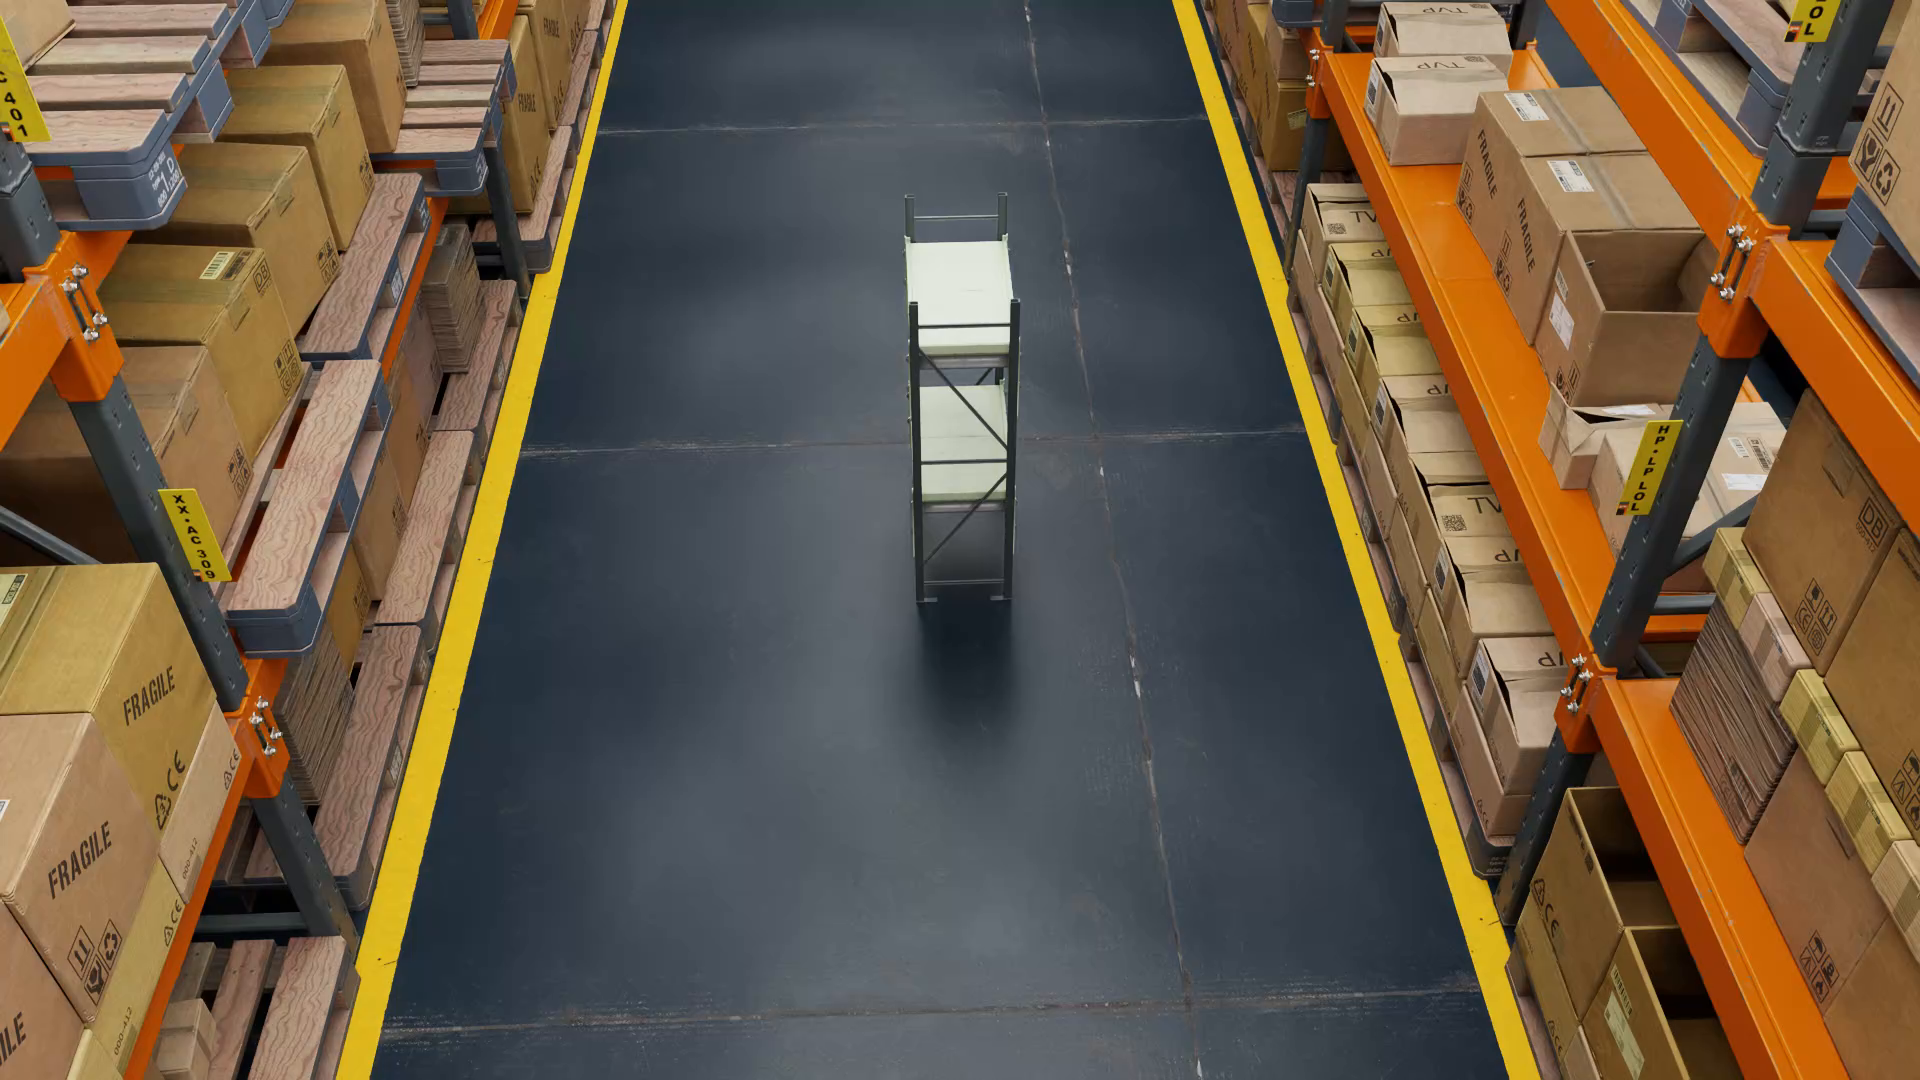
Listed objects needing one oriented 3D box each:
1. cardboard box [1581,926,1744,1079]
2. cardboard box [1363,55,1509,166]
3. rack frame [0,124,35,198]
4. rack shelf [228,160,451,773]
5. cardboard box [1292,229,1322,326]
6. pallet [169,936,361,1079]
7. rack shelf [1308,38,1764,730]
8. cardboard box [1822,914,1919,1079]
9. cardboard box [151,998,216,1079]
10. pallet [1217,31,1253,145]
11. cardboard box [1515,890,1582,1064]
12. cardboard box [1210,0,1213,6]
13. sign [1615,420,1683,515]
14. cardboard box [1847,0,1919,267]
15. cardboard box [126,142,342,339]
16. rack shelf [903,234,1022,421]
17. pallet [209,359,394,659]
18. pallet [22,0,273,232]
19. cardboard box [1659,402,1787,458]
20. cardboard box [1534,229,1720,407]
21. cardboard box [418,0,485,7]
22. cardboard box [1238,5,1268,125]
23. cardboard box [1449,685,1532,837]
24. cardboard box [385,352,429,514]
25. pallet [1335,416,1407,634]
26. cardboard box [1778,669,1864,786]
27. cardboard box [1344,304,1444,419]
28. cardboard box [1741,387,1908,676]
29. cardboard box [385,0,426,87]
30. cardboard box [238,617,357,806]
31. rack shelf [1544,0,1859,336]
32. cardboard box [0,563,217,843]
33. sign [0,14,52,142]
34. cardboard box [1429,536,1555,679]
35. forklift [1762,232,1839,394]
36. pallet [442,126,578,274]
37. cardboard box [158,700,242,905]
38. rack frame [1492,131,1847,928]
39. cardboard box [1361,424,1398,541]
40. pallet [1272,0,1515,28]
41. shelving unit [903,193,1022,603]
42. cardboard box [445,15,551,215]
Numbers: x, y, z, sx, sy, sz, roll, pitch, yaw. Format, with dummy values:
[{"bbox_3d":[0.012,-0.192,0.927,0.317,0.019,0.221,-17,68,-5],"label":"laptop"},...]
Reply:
[{"bbox_3d":[2.119,1.427,4.642,0.500,0.500,0.500,-2,43,-2],"label":"cardboard box"},{"bbox_3d":[2.057,-1.873,7.139,0.500,0.311,0.500,-2,43,-2],"label":"cardboard box"},{"bbox_3d":[-2.566,-1.881,2.643,1.000,3.000,0.127,-2,43,-2],"label":"rack frame"},{"bbox_3d":[-2.651,-0.755,6.386,1.077,0.370,4.000,-2,43,-2],"label":"rack shelf"},{"bbox_3d":[1.942,-1.294,8.166,0.500,0.250,0.500,-2,43,-2],"label":"cardboard box"},{"bbox_3d":[-2.503,1.811,5.118,1.003,0.211,1.213,-2,43,-2],"label":"pallet"},{"bbox_3d":[2.298,-0.899,6.544,1.077,0.370,4.000,-2,43,-2],"label":"rack shelf"},{"bbox_3d":[2.454,1.143,3.709,0.700,0.500,0.500,-1,43,-1],"label":"cardboard box"},{"bbox_3d":[-2.514,1.573,5.085,0.380,0.166,0.250,-7,43,-7],"label":"cardboard box"},{"bbox_3d":[2.170,-2.814,10.163,1.003,0.211,1.213,-2,43,-2],"label":"pallet"},{"bbox_3d":[2.099,1.366,5.264,0.500,0.250,0.500,-2,43,-2],"label":"cardboard box"},{"bbox_3d":[1.854,-3.763,10.659,0.500,0.500,0.500,-1,43,-1],"label":"cardboard box"},{"bbox_3d":[1.841,-0.190,4.439,0.100,0.325,0.005,-2,43,-2],"label":"sign"},{"bbox_3d":[2.141,-0.816,3.212,0.500,0.500,0.500,2,43,2],"label":"cardboard box"},{"bbox_3d":[-2.630,-1.034,5.759,0.700,0.500,0.500,4,43,4],"label":"cardboard box"},{"bbox_3d":[0.000,-0.836,6.475,0.431,0.370,0.720,-2,43,-2],"label":"rack shelf"},{"bbox_3d":[-2.454,-0.119,5.302,1.003,0.211,1.213,-2,43,-2],"label":"pallet"},{"bbox_3d":[-2.486,-1.126,4.178,1.213,0.211,1.003,-2,43,-2],"label":"pallet"},{"bbox_3d":[2.549,-0.326,5.572,0.380,0.149,0.250,-2,43,-2],"label":"cardboard box"},{"bbox_3d":[2.344,-0.726,5.748,0.500,0.500,0.500,1,43,1],"label":"cardboard box"},{"bbox_3d":[-2.501,-2.859,7.841,0.500,0.500,0.500,0,43,-1],"label":"cardboard box"},{"bbox_3d":[1.917,-2.730,9.532,0.500,0.500,0.500,-3,43,-3],"label":"cardboard box"},{"bbox_3d":[2.075,0.773,5.911,0.500,0.250,0.500,-2,43,-2],"label":"cardboard box"},{"bbox_3d":[-2.699,-0.441,7.035,0.700,0.500,0.500,-2,43,-2],"label":"cardboard box"},{"bbox_3d":[2.258,-0.108,7.212,1.003,0.211,1.213,-2,43,-2],"label":"pallet"},{"bbox_3d":[2.224,0.440,3.996,0.380,0.149,0.250,-3,43,-3],"label":"cardboard box"},{"bbox_3d":[1.992,-0.802,7.214,0.500,0.311,0.500,-3,43,-3],"label":"cardboard box"},{"bbox_3d":[2.408,-0.030,4.029,0.700,0.500,0.500,-1,43,-2],"label":"cardboard box"},{"bbox_3d":[-2.706,-2.252,7.088,0.700,0.500,0.500,-6,43,-7],"label":"cardboard box"},{"bbox_3d":[-2.614,0.593,5.907,0.700,0.500,0.500,0,43,0],"label":"cardboard box"},{"bbox_3d":[2.298,-2.005,5.530,1.077,0.370,4.000,-2,43,-2],"label":"rack shelf"},{"bbox_3d":[-2.237,0.412,4.122,0.500,0.500,0.500,-2,43,-2],"label":"cardboard box"},{"bbox_3d":[-2.025,-0.987,3.504,0.100,0.325,0.005,-2,43,-2],"label":"sign"},{"bbox_3d":[2.051,0.221,6.098,0.500,0.311,0.500,-1,43,-1],"label":"cardboard box"},{"bbox_3d":[4.531,-2.027,7.292,1.130,2.935,3.031,-2,43,-2],"label":"forklift"},{"bbox_3d":[-2.695,-1.877,9.141,1.003,0.211,1.213,-2,43,-2],"label":"pallet"},{"bbox_3d":[-2.244,0.689,4.374,0.500,0.250,0.500,-2,43,-2],"label":"cardboard box"},{"bbox_3d":[2.383,0.186,4.828,1.000,3.000,0.127,-2,43,-2],"label":"rack frame"},{"bbox_3d":[2.013,-0.258,7.035,0.500,0.250,0.500,-1,43,-1],"label":"cardboard box"},{"bbox_3d":[2.114,-2.900,8.336,1.213,0.211,1.003,-2,43,-2],"label":"pallet"},{"bbox_3d":[0.000,-0.548,6.738,0.431,1.500,0.755,-2,43,-2],"label":"shelving unit"},{"bbox_3d":[-2.636,-2.233,8.746,0.750,0.750,0.750,-2,43,-2],"label":"cardboard box"}]
